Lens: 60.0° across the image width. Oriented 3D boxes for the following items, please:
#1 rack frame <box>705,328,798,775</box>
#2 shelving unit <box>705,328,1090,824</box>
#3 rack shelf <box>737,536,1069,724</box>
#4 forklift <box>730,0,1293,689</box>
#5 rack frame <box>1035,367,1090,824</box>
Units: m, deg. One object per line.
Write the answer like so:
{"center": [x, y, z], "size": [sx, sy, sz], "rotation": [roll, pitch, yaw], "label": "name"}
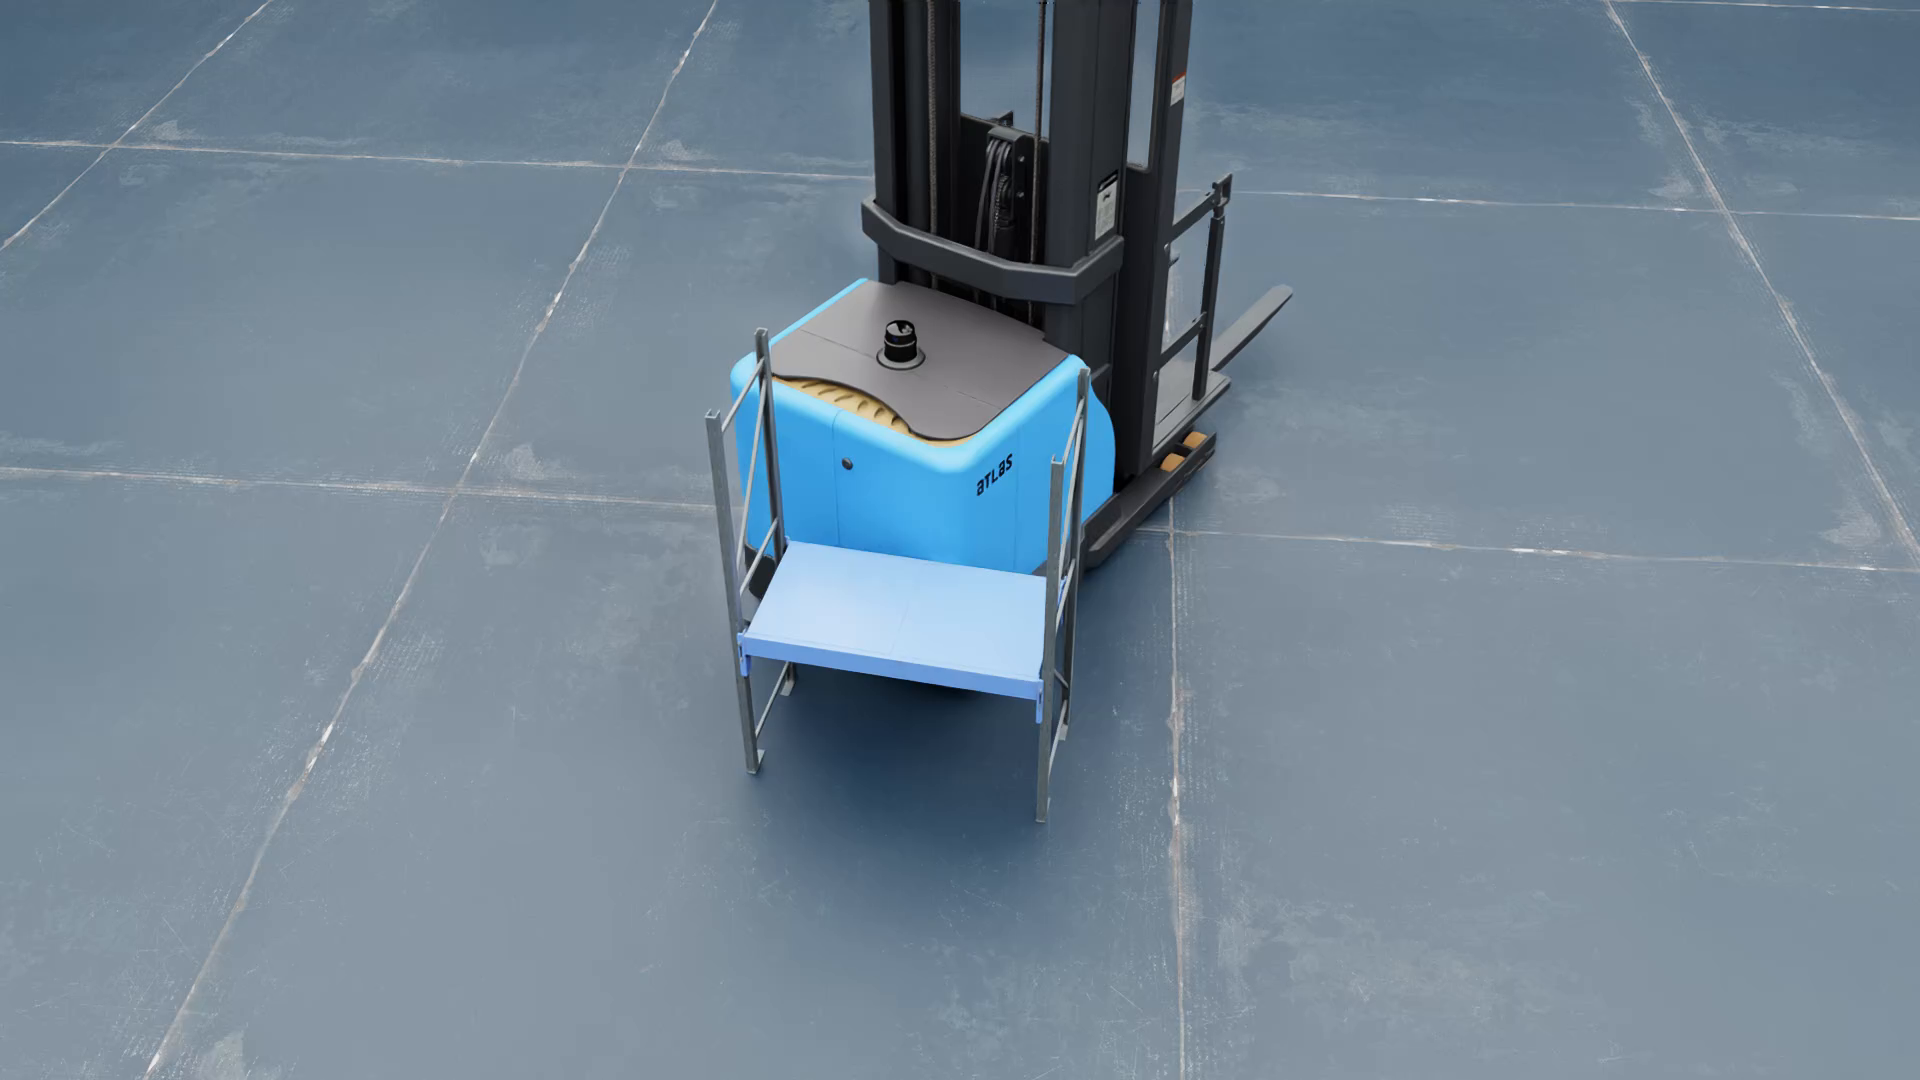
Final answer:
{"center": [-0.669, 0.075, 5.470], "size": [0.032, 1.500, 0.500], "rotation": [8, 40, 10], "label": "rack frame"}
{"center": [-0.173, 0.145, 5.384], "size": [1.048, 1.500, 0.538], "rotation": [8, 40, 10], "label": "shelving unit"}
{"center": [-0.173, 0.284, 5.498], "size": [1.000, 0.185, 0.538], "rotation": [8, 40, 10], "label": "rack shelf"}
{"center": [0.435, -1.492, 6.261], "size": [1.130, 2.935, 3.031], "rotation": [24, 45, 26], "label": "forklift"}
{"center": [0.323, 0.215, 5.298], "size": [0.032, 1.500, 0.500], "rotation": [8, 40, 10], "label": "rack frame"}
